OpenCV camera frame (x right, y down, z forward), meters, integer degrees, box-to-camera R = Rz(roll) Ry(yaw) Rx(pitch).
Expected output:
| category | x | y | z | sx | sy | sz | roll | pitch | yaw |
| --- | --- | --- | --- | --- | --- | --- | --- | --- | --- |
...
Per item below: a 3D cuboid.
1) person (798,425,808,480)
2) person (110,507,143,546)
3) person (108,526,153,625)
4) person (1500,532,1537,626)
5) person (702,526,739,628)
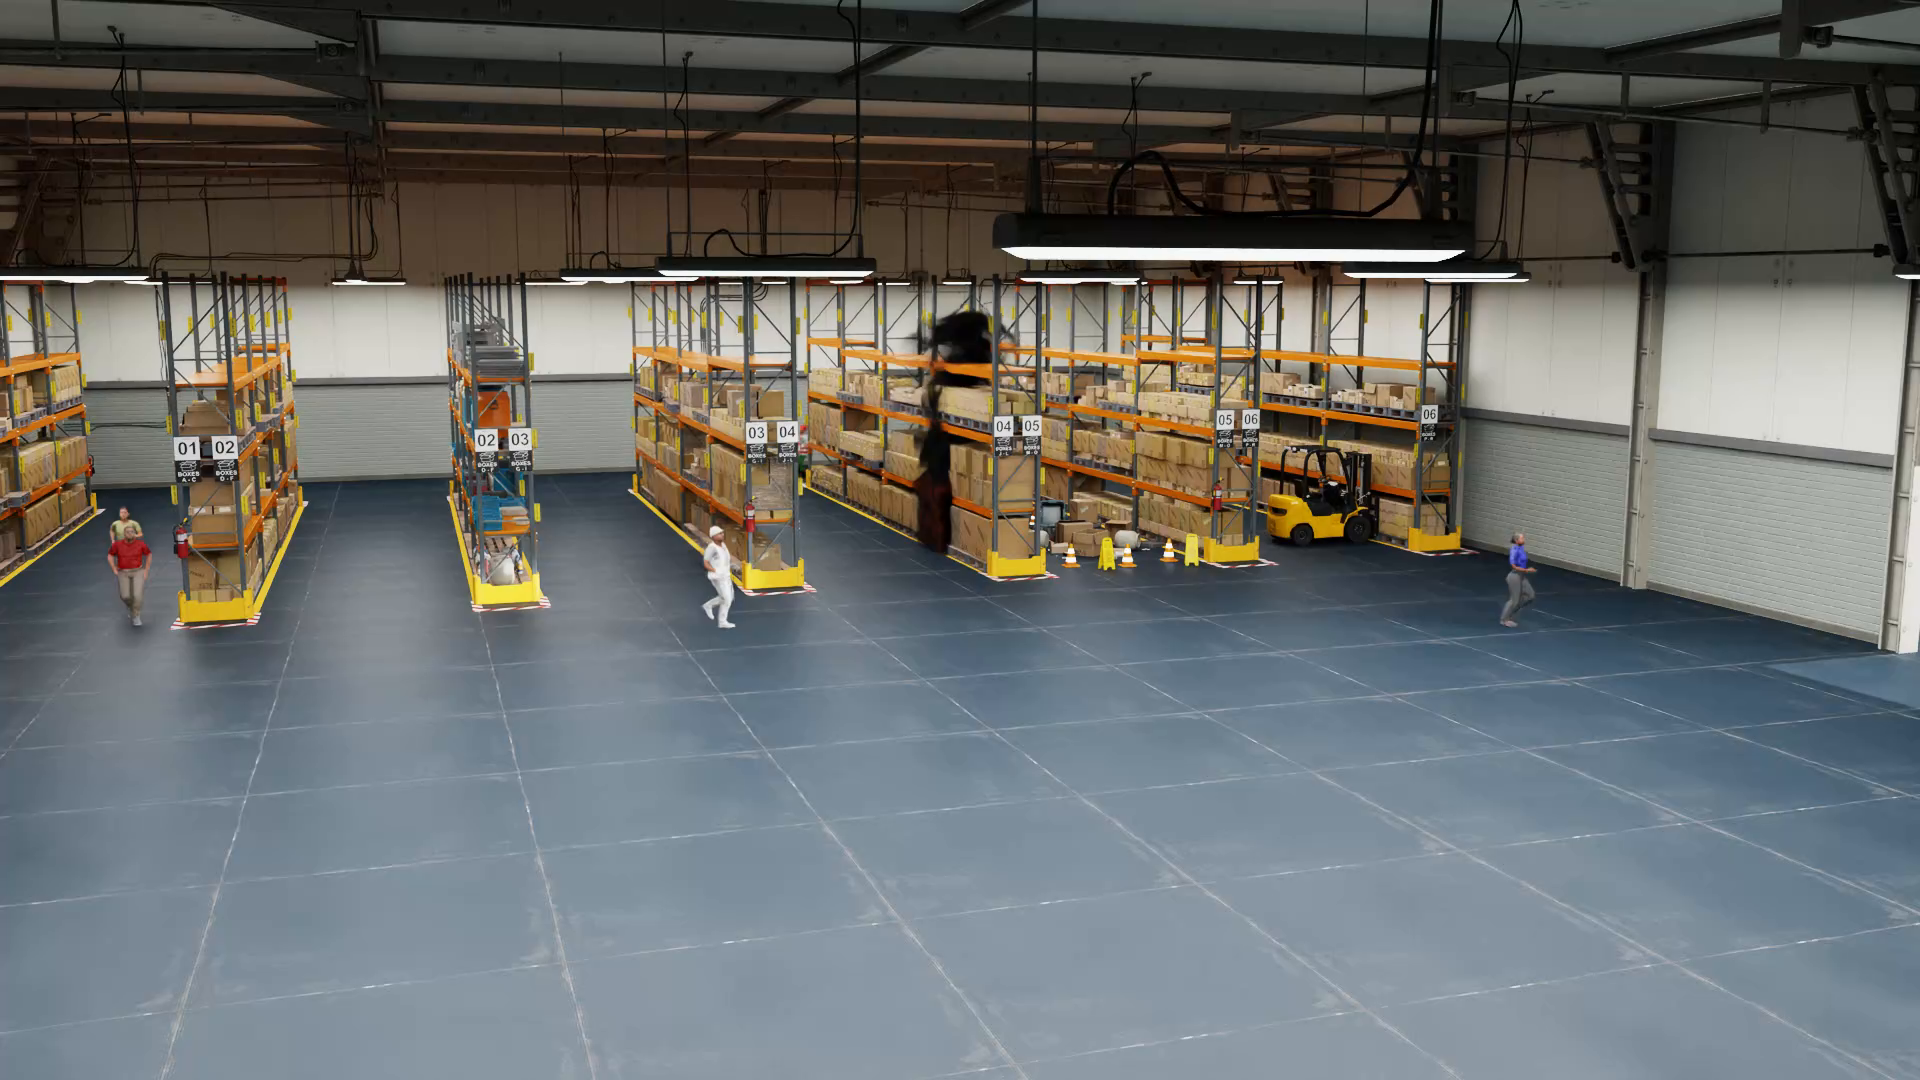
| category | x | y | z | sx | sy | sz | roll | pitch | yaw |
| --- | --- | --- | --- | --- | --- | --- | --- | --- | --- |
| person | -4.756 | -2.592 | 49.573 | 0.524 | 1.728 | 0.833 | -4 | 10 | -27 |
| person | -15.602 | 0.193 | 31.144 | 0.579 | 1.648 | 0.966 | -3 | 9 | -21 |
| person | -14.246 | 0.605 | 28.577 | 0.695 | 1.695 | 0.547 | -3 | 9 | -22 |
| person | 9.529 | 0.673 | 28.277 | 0.577 | 1.604 | 0.558 | 6 | 11 | 36 |
| person | -4.127 | 0.626 | 28.222 | 0.643 | 1.735 | 0.720 | 2 | 9 | 14 |
